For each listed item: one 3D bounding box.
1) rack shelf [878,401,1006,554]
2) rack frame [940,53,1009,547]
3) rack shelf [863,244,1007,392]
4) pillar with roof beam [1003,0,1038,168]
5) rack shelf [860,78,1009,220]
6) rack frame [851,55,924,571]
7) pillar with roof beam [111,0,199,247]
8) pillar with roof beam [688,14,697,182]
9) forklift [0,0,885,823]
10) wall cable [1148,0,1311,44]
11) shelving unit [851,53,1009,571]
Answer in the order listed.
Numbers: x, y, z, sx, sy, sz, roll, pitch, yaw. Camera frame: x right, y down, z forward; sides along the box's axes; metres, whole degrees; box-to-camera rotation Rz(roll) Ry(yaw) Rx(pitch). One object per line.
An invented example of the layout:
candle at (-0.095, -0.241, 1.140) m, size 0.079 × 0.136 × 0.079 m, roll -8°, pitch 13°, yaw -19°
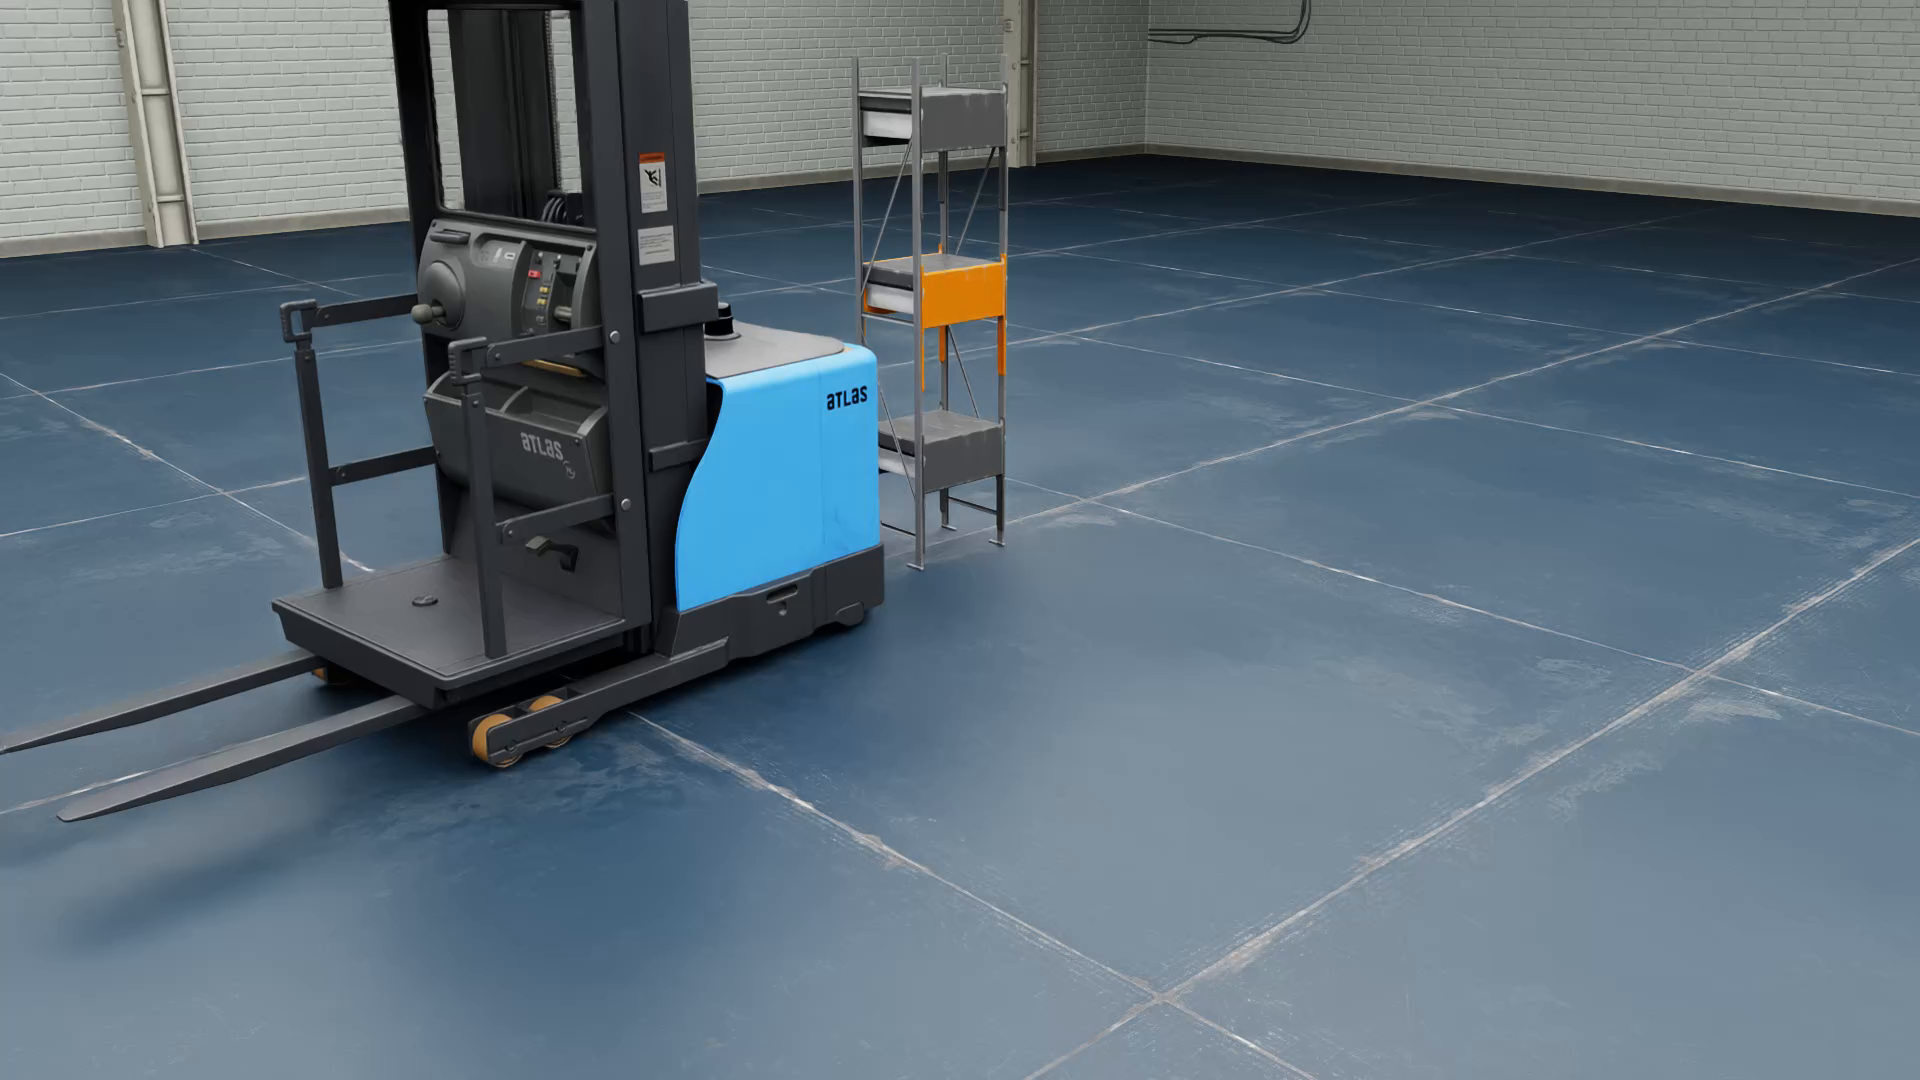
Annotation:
rack shelf at (-0.120, -0.285, 7.273) m, size 0.480 × 0.518 × 0.431 m, roll -16°, pitch 24°, yaw -41°
rack frame at (0.057, -1.015, 7.212) m, size 0.015 × 2.100 × 0.400 m, roll -16°, pitch 24°, yaw -41°
rack shelf at (-0.120, -0.951, 7.057) m, size 0.480 × 0.518 × 0.431 m, roll -16°, pitch 24°, yaw -41°
pillar with roof beam at (3.826, -8.813, 20.075) m, size 0.400 × 9.000 × 9.100 m, roll -16°, pitch 24°, yaw -41°
rack shelf at (-0.120, -1.617, 6.841) m, size 0.480 × 0.518 × 0.431 m, roll -16°, pitch 24°, yaw -41°
rack frame at (-0.298, -0.912, 6.893) m, size 0.015 × 2.100 × 0.400 m, roll -16°, pitch 24°, yaw -41°
pillar with roof beam at (-4.893, -6.270, 12.232) m, size 0.400 × 9.000 × 9.100 m, roll -16°, pitch 24°, yaw -41°
pillar with roof beam at (-0.533, -7.541, 16.153) m, size 0.400 × 9.000 × 9.100 m, roll -16°, pitch 24°, yaw -41°
forklift at (-1.645, -0.849, 5.352) m, size 1.130 × 2.935 × 3.031 m, roll 15°, pitch 23°, yaw 39°
wall cable at (3.918, -8.628, 24.540) m, size 0.112 × 2.526 × 3.097 m, roll -16°, pitch 24°, yaw -41°
shelving unit at (-0.120, -0.964, 7.053) m, size 0.503 × 2.100 × 0.431 m, roll -16°, pitch 24°, yaw -41°
